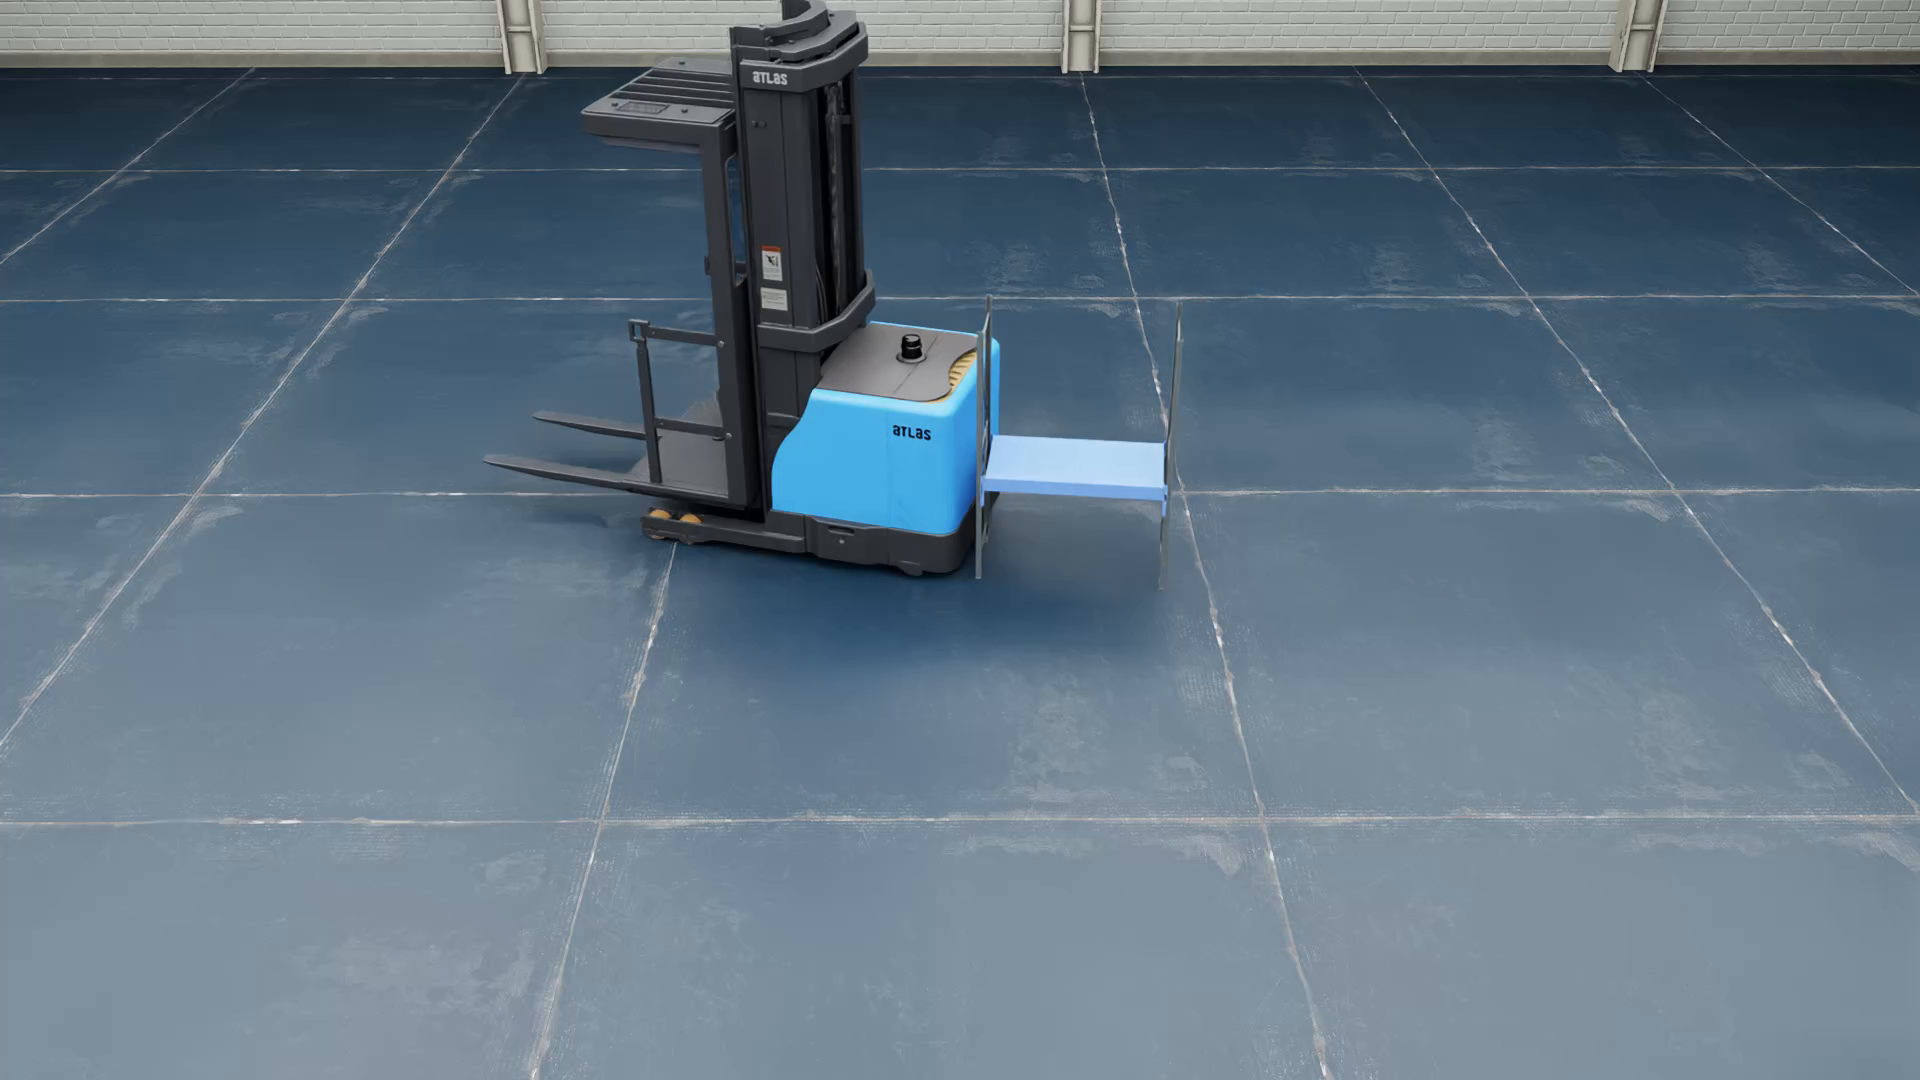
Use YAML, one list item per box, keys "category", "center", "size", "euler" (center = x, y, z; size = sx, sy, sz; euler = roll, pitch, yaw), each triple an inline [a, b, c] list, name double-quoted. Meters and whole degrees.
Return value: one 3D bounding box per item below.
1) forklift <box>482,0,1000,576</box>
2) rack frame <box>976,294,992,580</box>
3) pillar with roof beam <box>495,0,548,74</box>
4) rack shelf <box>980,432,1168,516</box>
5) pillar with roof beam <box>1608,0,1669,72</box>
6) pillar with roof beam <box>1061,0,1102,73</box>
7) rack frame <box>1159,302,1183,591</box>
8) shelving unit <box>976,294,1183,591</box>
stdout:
- category: "forklift"
  center: [-1.335, -1.481, 9.255]
  size: [3.031, 2.935, 1.130]
  euler: [9, 32, 14]
- category: "rack frame"
  center: [0.130, -0.549, 9.098]
  size: [0.032, 1.500, 0.500]
  euler: [3, 31, 5]
- category: "pillar with roof beam"
  center: [-4.674, -6.719, 12.038]
  size: [0.400, 9.000, 9.100]
  euler: [0, 31, 0]
- category: "rack shelf"
  center: [0.635, -0.366, 9.144]
  size: [1.000, 0.185, 0.538]
  euler: [3, 31, 5]
- category: "pillar with roof beam"
  center: [7.326, -6.756, 12.099]
  size: [0.400, 9.000, 9.100]
  euler: [0, 31, 0]
- category: "pillar with roof beam"
  center: [1.326, -6.737, 12.069]
  size: [0.400, 9.000, 9.100]
  euler: [0, 31, 0]
- category: "rack frame"
  center: [1.140, -0.491, 9.003]
  size: [0.032, 1.500, 0.500]
  euler: [3, 31, 5]
- category: "shelving unit"
  center: [0.635, -0.520, 9.051]
  size: [1.048, 1.500, 0.538]
  euler: [3, 31, 5]
